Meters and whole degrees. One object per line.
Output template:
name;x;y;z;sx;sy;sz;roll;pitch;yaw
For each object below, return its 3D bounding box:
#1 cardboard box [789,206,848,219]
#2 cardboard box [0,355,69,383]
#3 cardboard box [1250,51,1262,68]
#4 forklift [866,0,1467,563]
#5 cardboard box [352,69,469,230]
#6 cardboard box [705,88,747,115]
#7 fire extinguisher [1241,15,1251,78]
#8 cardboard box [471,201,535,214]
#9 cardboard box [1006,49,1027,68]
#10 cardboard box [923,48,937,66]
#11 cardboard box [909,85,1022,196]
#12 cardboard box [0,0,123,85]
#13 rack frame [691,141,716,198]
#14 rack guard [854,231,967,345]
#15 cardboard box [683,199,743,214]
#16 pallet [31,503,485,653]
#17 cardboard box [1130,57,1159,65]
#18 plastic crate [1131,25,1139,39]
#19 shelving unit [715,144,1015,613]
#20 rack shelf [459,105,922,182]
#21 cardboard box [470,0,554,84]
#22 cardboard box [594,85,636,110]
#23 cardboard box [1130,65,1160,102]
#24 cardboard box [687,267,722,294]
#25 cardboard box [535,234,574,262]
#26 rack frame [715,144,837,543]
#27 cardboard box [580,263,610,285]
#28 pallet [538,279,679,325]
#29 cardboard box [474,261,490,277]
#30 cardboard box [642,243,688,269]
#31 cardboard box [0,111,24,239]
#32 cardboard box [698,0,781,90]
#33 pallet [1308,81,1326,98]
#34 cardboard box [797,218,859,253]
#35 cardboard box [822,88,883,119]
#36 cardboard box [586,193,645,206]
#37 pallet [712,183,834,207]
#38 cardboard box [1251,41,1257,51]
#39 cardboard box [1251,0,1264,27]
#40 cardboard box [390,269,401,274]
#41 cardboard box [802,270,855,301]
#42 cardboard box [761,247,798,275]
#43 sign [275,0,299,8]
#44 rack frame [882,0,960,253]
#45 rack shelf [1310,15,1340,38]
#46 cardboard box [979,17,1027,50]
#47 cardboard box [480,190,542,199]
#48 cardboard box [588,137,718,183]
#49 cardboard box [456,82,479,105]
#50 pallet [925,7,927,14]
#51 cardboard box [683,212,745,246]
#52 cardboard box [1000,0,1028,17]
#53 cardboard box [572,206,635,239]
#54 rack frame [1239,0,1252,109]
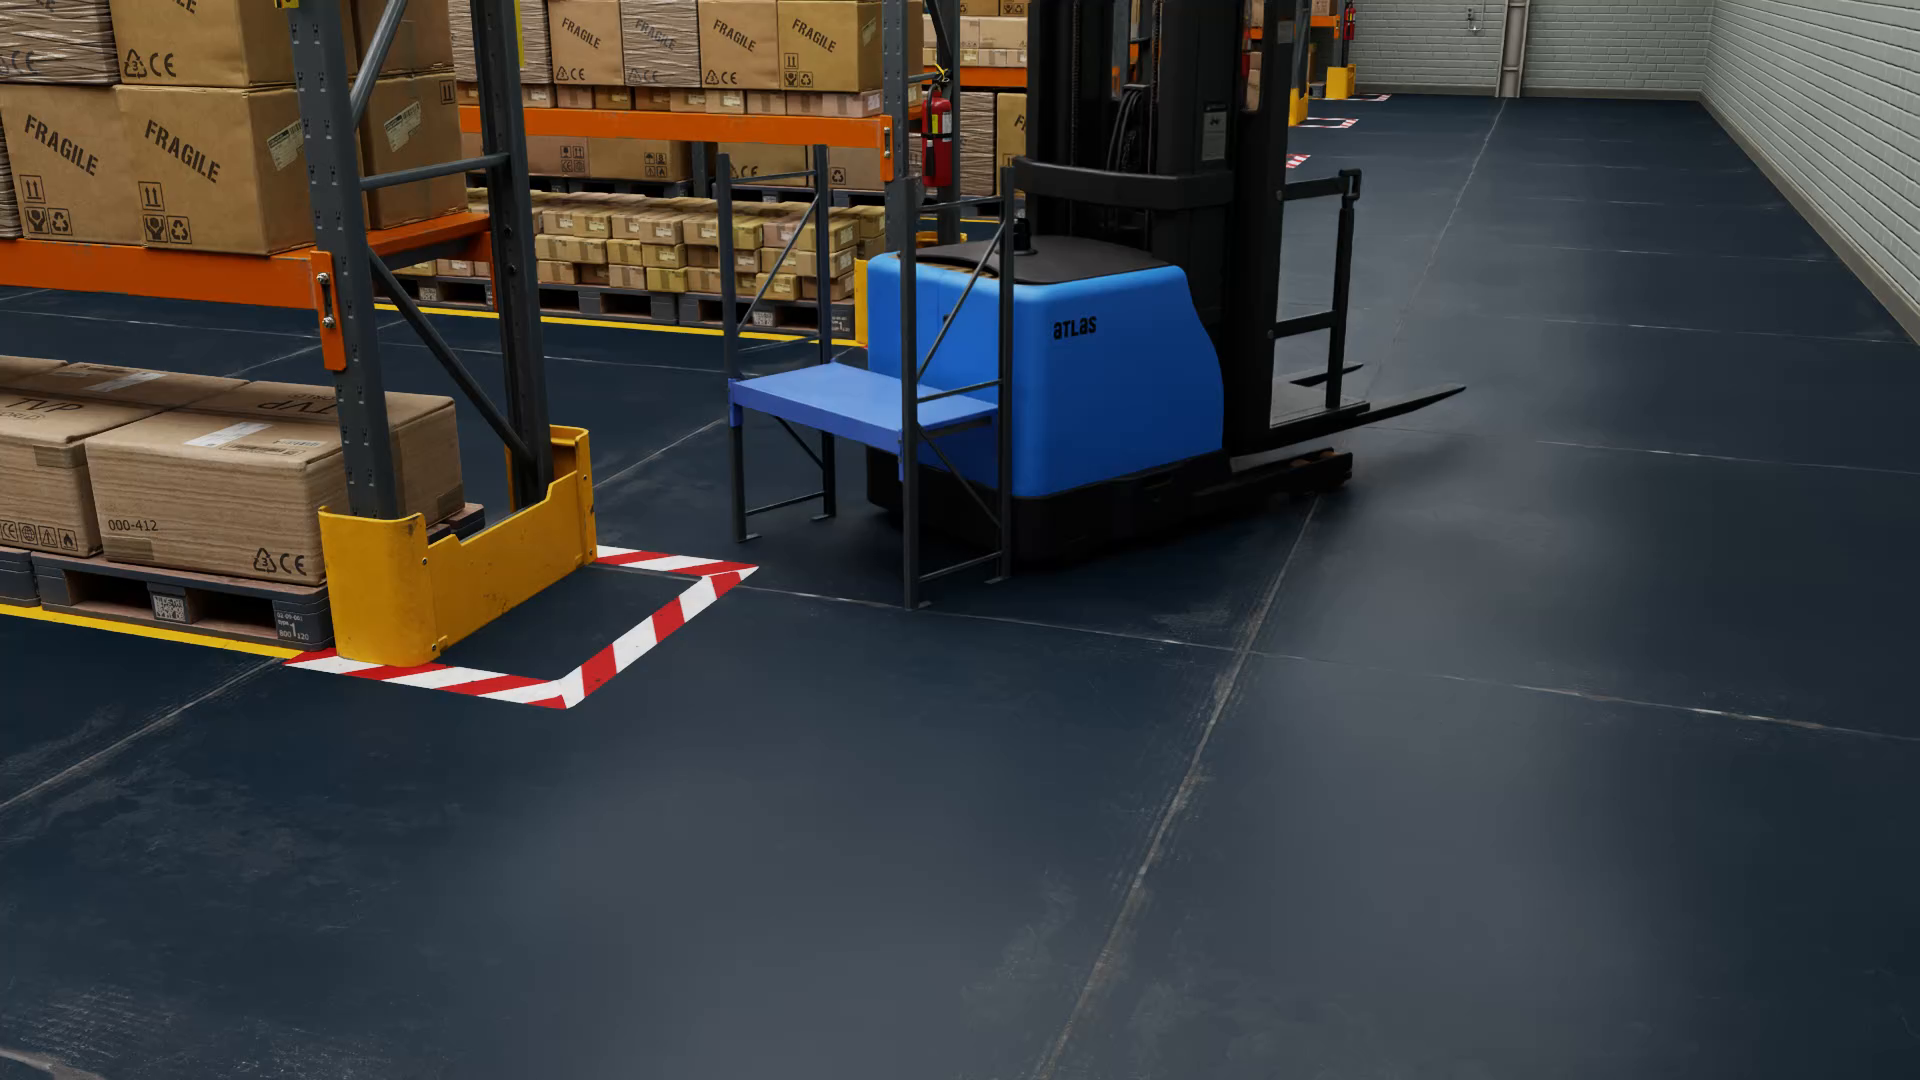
cardboard box;-0.903;-2.036;10.650;0.250;0.149;0.380;7;20;19
cardboard box;-4.123;-0.421;6.483;0.875;0.438;0.875;6;20;16
cardboard box;5.214;-8.017;28.177;0.500;0.500;0.700;6;20;18
forklift;1.072;-1.679;6.940;3.031;2.935;1.130;-15;24;-37
cardboard box;-2.108;-1.387;5.846;0.500;0.500;0.500;6;20;18
cardboard box;-1.333;-2.659;10.028;0.250;0.149;0.380;7;20;20
fire extinguisher;3.122;-5.450;18.337;0.183;0.674;0.296;7;20;18
cardboard box;-2.991;-2.131;10.922;0.250;0.149;0.380;6;20;17
cardboard box;0.575;-4.153;14.314;0.250;0.149;0.380;7;20;18
cardboard box;-0.151;-4.235;14.550;0.250;0.149;0.380;7;20;18
cardboard box;0.013;-3.617;14.987;0.875;0.875;0.875;7;20;18
cardboard box;-2.785;-1.743;5.350;0.500;0.500;0.500;7;20;18
rack frame;-2.275;-4.712;15.537;0.127;3.000;1.000;7;20;18
rack guard;-0.291;-1.577;10.340;0.348;0.500;1.175;7;20;18
cardboard box;-1.619;-2.137;10.940;0.250;0.149;0.380;7;21;20
pallet;-2.529;0.056;6.095;1.213;0.211;1.003;7;20;18
cardboard box;3.275;-8.238;28.811;0.500;0.500;0.700;7;20;19
plastic crate;2.030;-5.791;18.943;0.243;0.136;0.396;7;20;18
shelving unit;-0.353;-0.633;6.115;0.538;1.500;1.048;-17;26;-40
rack shelf;-2.109;-2.625;10.643;4.000;0.370;1.077;7;20;18
cardboard box;-2.679;-3.120;10.365;0.500;0.500;0.500;6;20;17
cardboard box;-2.064;-2.767;10.340;0.250;0.149;0.380;7;20;19
cardboard box;2.756;-6.619;24.133;0.637;0.503;0.797;7;20;18
cardboard box;-1.520;-1.667;10.495;0.250;0.149;0.380;7;20;19
cardboard box;-2.526;-1.906;10.729;0.250;0.149;0.380;6;20;18
rack frame;-0.702;-0.755;6.464;0.500;1.500;0.032;-17;26;-40
cardboard box;-2.247;-1.762;10.766;0.250;0.149;0.380;7;20;20
pallet;-2.196;-1.671;11.050;1.213;0.211;1.003;7;20;18
cardboard box;-3.000;-1.842;10.998;0.250;0.149;0.380;6;20;17
cardboard box;-1.797;-1.817;10.473;0.250;0.149;0.380;7;20;19
cardboard box;-3.249;-1.327;5.674;0.500;0.500;0.500;7;20;20
cardboard box;-1.213;-2.962;9.913;0.500;0.500;0.500;6;20;17
pallet;5.599;-7.646;28.189;1.213;0.211;1.003;7;20;18
cardboard box;-0.803;-1.860;10.145;0.250;0.149;0.380;7;20;19
cardboard box;-0.620;-2.577;9.795;0.250;0.149;0.380;7;20;18
cardboard box;-2.320;-2.238;11.230;0.250;0.149;0.380;6;20;16
pallet;-1.582;-3.289;15.690;1.213;0.211;1.003;7;20;18
cardboard box;4.914;-8.427;28.368;0.250;0.149;0.380;7;20;19
cardboard box;4.246;-7.371;23.012;0.500;0.500;0.500;7;20;20
cardboard box;-3.759;-1.894;11.145;0.250;0.149;0.380;6;20;16
cardboard box;-0.785;-1.593;10.282;0.250;0.149;0.380;7;20;19
cardboard box;-1.041;-1.755;10.294;0.250;0.149;0.380;6;20;17
sign;-1.940;-1.690;4.749;0.005;0.325;0.100;7;20;18
rack frame;-0.219;-2.749;9.905;0.127;3.000;1.000;7;20;18
rack shelf;4.491;-8.777;28.290;4.000;0.370;1.077;7;20;18
cardboard box;0.480;-4.374;14.344;0.500;0.250;0.500;6;20;17
cardboard box;-3.085;-2.316;11.454;0.250;0.149;0.380;6;20;18
cardboard box;-2.886;-3.970;15.998;0.875;0.875;1.225;7;20;18
cardboard box;-3.046;-2.881;10.667;0.250;0.149;0.380;6;20;16
pallet;-0.960;-7.925;25.045;1.213;0.211;1.003;7;20;18
cardboard box;-1.531;-1.941;10.378;0.250;0.149;0.380;6;20;16
cardboard box;0.667;-4.893;14.694;0.500;0.500;0.500;6;20;17
cardboard box;-2.273;-2.035;10.648;0.250;0.149;0.380;7;20;18
rack frame;3.129;-5.820;18.715;0.127;3.000;1.000;7;20;18
